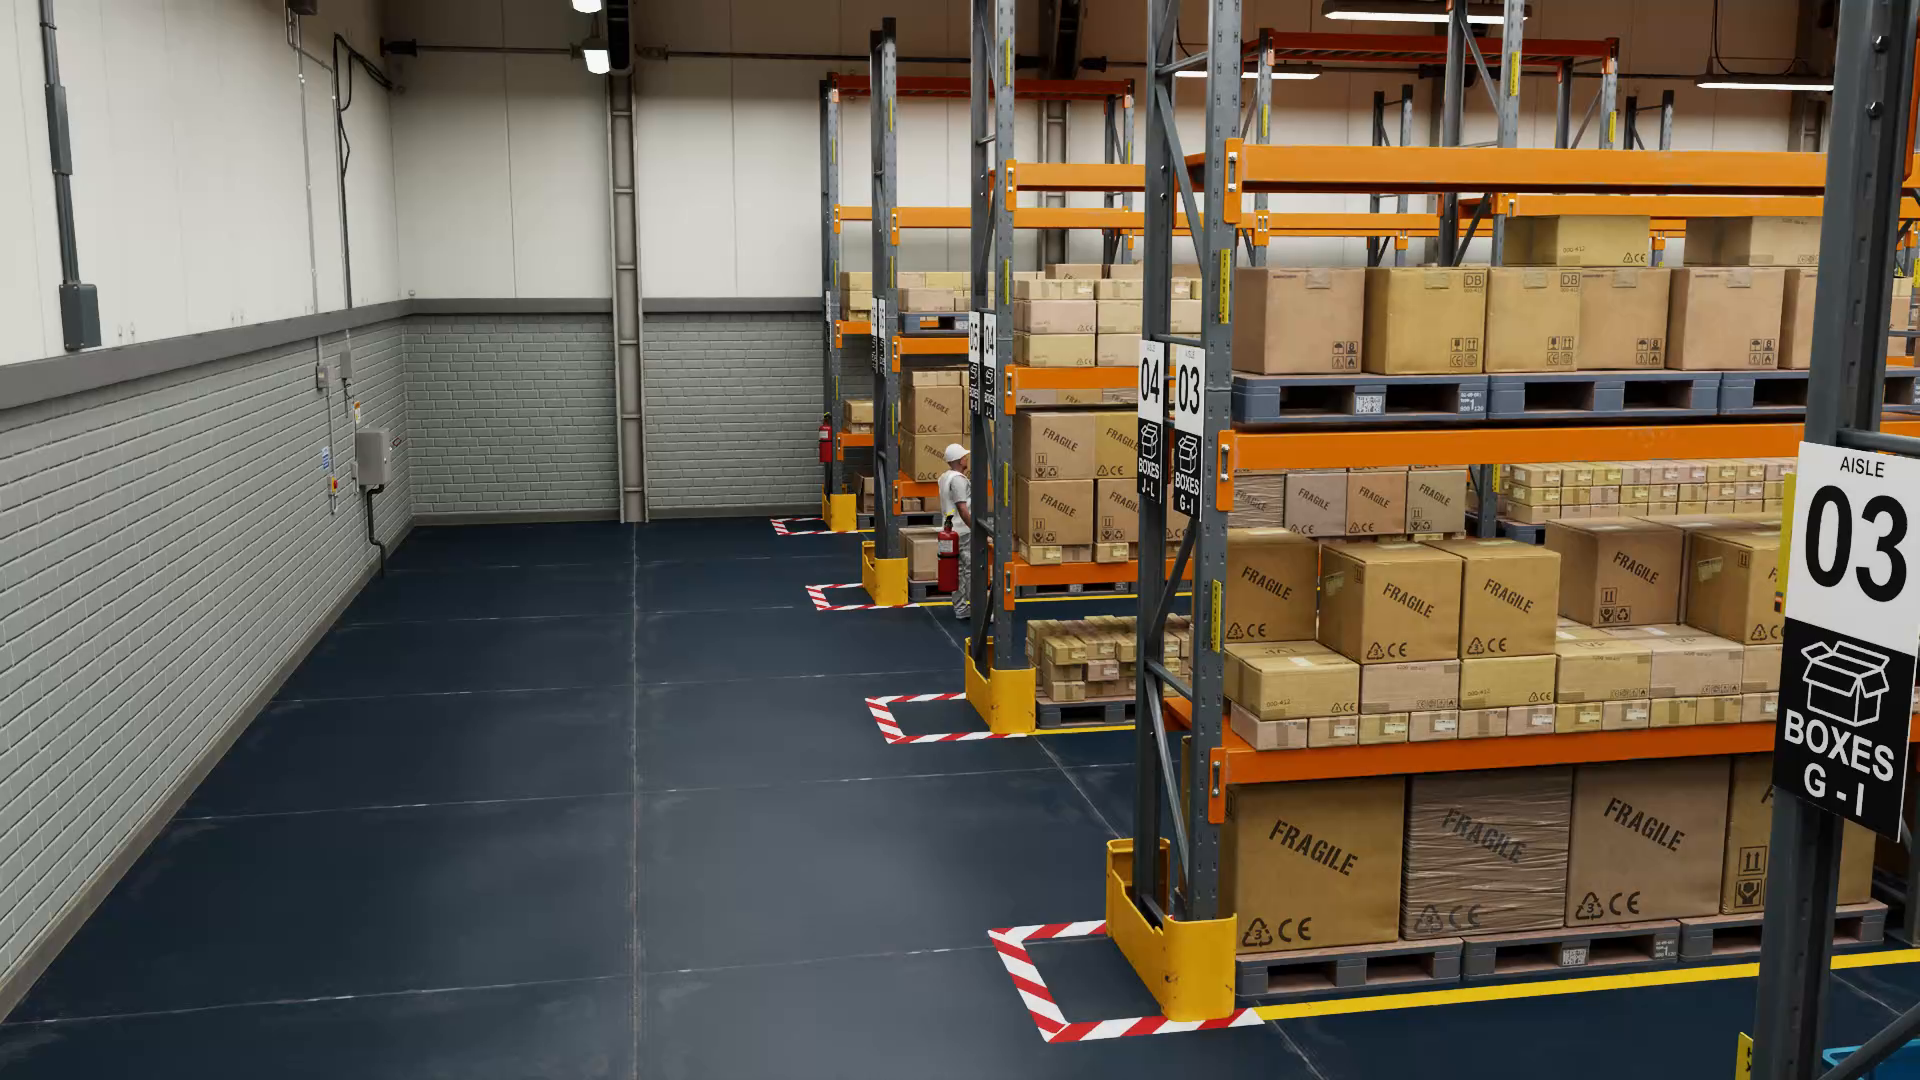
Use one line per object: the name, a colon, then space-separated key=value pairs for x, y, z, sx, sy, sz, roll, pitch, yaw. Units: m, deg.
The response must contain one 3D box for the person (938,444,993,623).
person: x=0.090 y=-0.083 z=16.766 sx=0.577 sy=1.782 sz=0.656 roll=-3 pitch=10 yaw=-18
